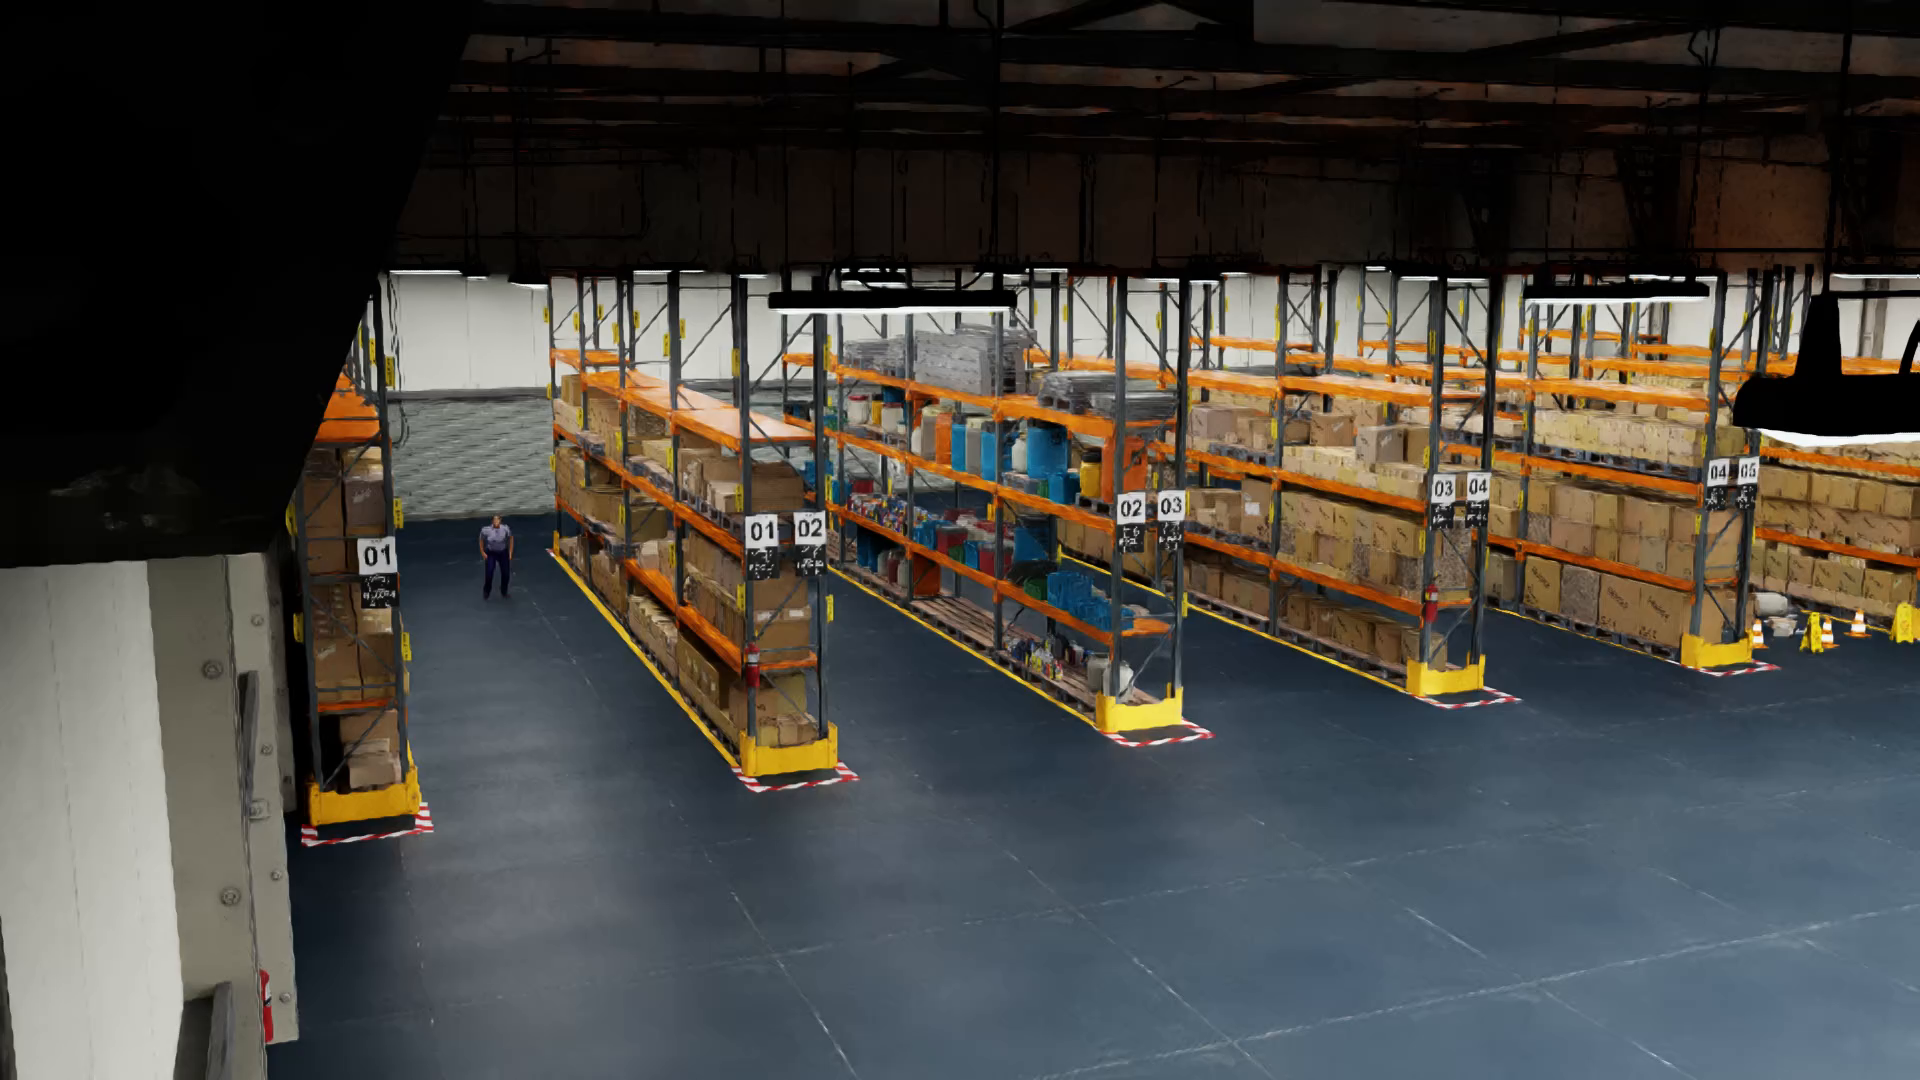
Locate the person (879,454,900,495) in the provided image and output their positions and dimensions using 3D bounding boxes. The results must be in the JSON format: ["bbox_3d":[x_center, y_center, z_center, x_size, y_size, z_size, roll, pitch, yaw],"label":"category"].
[{"bbox_3d":[-1.767,-1.784,42.045,0.583,1.687,0.429,6,12,32],"label":"person"}]

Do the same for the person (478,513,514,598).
[{"bbox_3d":[-8.504,0.276,30.515,0.625,1.596,0.517,-4,11,-24],"label":"person"}]

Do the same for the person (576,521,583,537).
[{"bbox_3d":[-8.121,-0.806,36.156,0.487,1.753,0.674,2,10,12],"label":"person"}]
